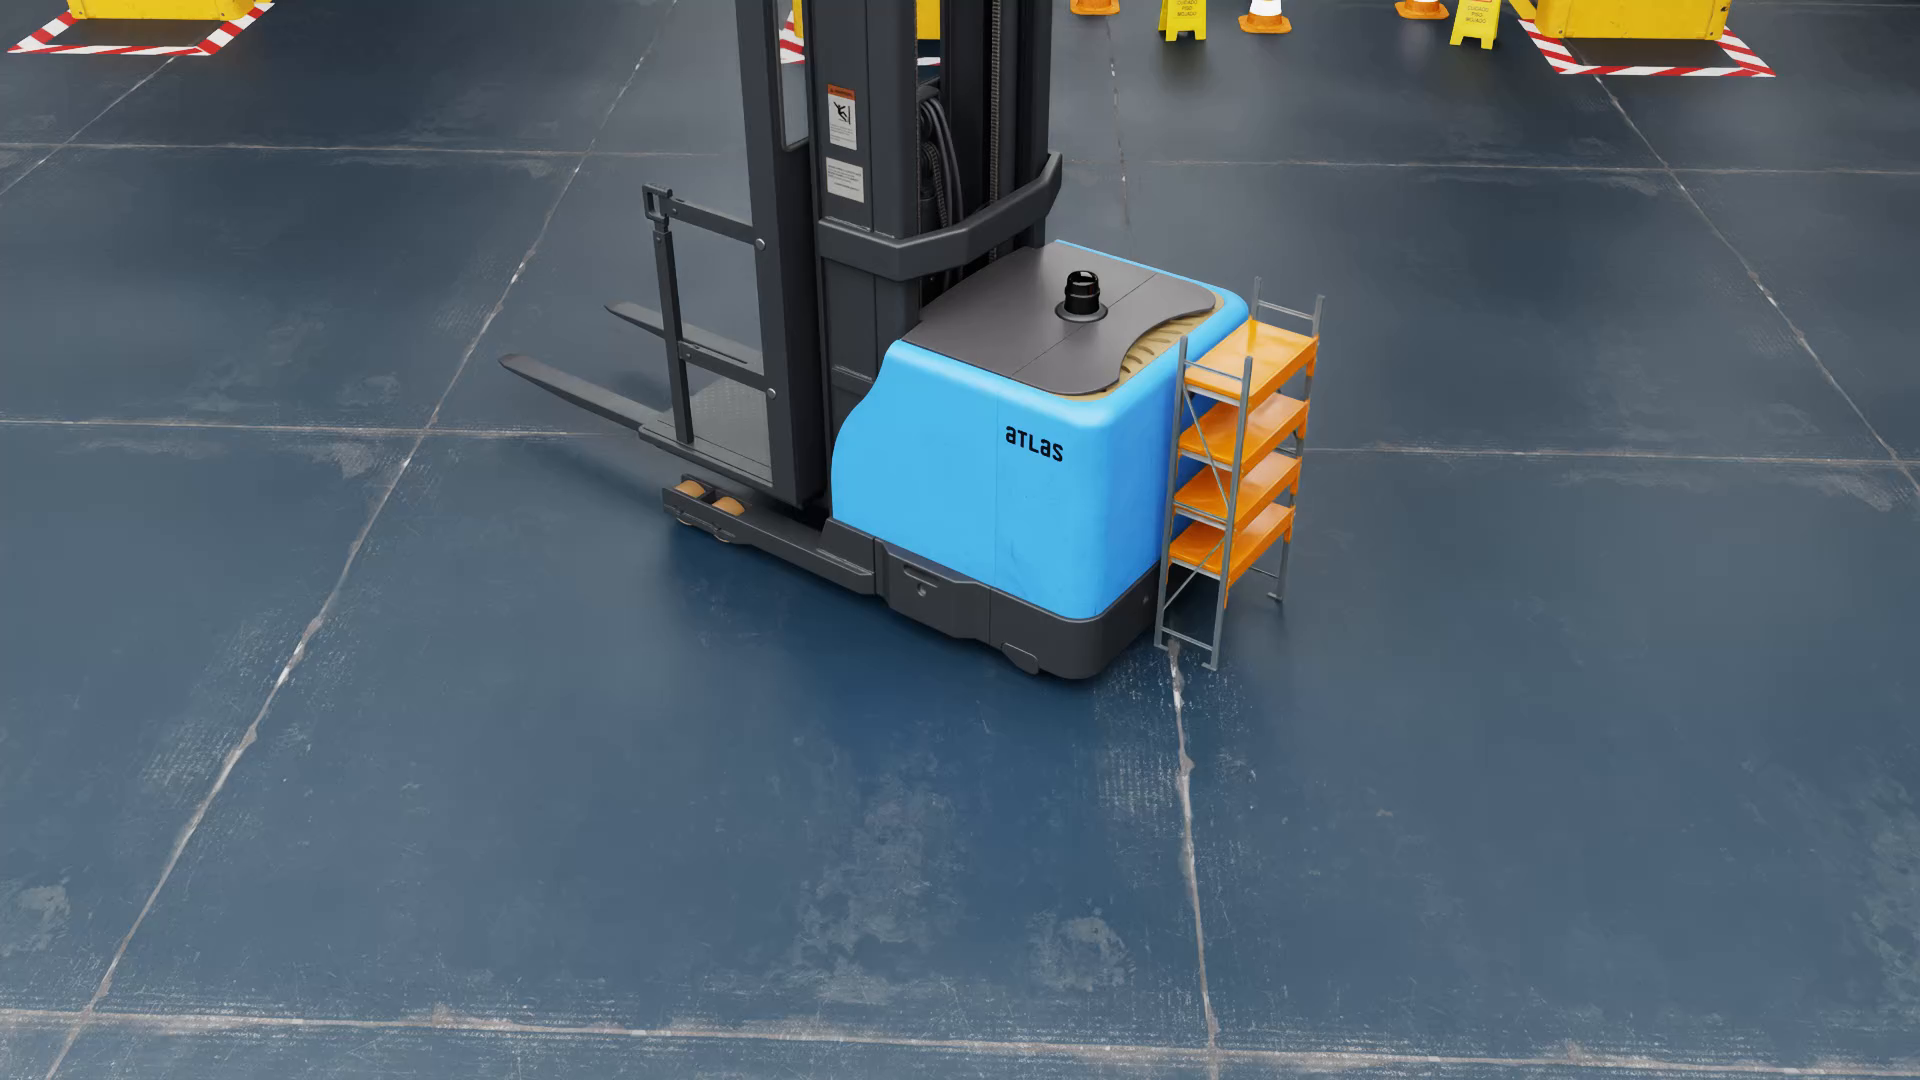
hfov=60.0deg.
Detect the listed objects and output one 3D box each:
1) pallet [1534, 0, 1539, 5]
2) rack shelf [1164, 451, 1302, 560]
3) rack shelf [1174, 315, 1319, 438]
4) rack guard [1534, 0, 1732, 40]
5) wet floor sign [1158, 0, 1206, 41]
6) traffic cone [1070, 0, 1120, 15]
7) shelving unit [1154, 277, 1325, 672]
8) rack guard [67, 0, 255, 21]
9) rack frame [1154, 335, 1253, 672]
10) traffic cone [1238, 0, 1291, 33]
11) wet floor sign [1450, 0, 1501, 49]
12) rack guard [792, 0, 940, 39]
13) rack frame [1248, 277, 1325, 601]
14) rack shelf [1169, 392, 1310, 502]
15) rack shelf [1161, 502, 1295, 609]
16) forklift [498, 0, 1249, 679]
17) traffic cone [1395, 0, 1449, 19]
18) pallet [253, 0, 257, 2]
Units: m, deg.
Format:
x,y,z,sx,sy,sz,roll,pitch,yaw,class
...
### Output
x,y,z,sx,sy,sz,roll,pitch,yaw,class
4.511,-3.947,11.683,1.003,0.211,1.213,1,35,2,pallet
0.911,-0.148,5.534,0.258,0.148,0.480,22,41,28,rack shelf
0.911,-0.525,5.270,0.258,0.148,0.480,22,41,28,rack shelf
4.443,-3.600,10.937,1.175,0.500,0.348,1,35,2,rack guard
1.467,-3.609,10.825,0.267,0.644,0.232,-4,35,-6,wet floor sign
0.930,-3.869,11.353,0.336,0.463,0.334,1,35,2,traffic cone
0.911,-0.203,5.495,0.258,1.200,0.503,22,41,28,shelving unit
-5.459,-3.829,11.263,1.175,0.500,0.348,1,35,2,rack guard
0.769,-0.089,5.333,0.240,1.200,0.015,22,41,28,rack frame
2.046,-3.648,11.038,0.336,0.463,0.334,1,35,2,traffic cone
3.363,-3.531,10.713,0.267,0.644,0.232,13,37,18,wet floor sign
-0.511,-3.599,10.936,1.175,0.500,0.348,1,35,2,rack guard
1.053,-0.317,5.658,0.240,1.200,0.015,22,41,28,rack frame
0.911,-0.331,5.406,0.258,0.148,0.480,22,41,28,rack shelf
0.911,0.014,5.648,0.258,0.148,0.480,22,41,28,rack shelf
-0.510,-1.413,5.711,3.031,2.935,1.130,23,41,29,forklift
3.169,-3.818,11.280,0.336,0.463,0.334,1,35,2,traffic cone
-5.391,-4.176,12.009,1.003,0.211,1.213,1,35,2,pallet
